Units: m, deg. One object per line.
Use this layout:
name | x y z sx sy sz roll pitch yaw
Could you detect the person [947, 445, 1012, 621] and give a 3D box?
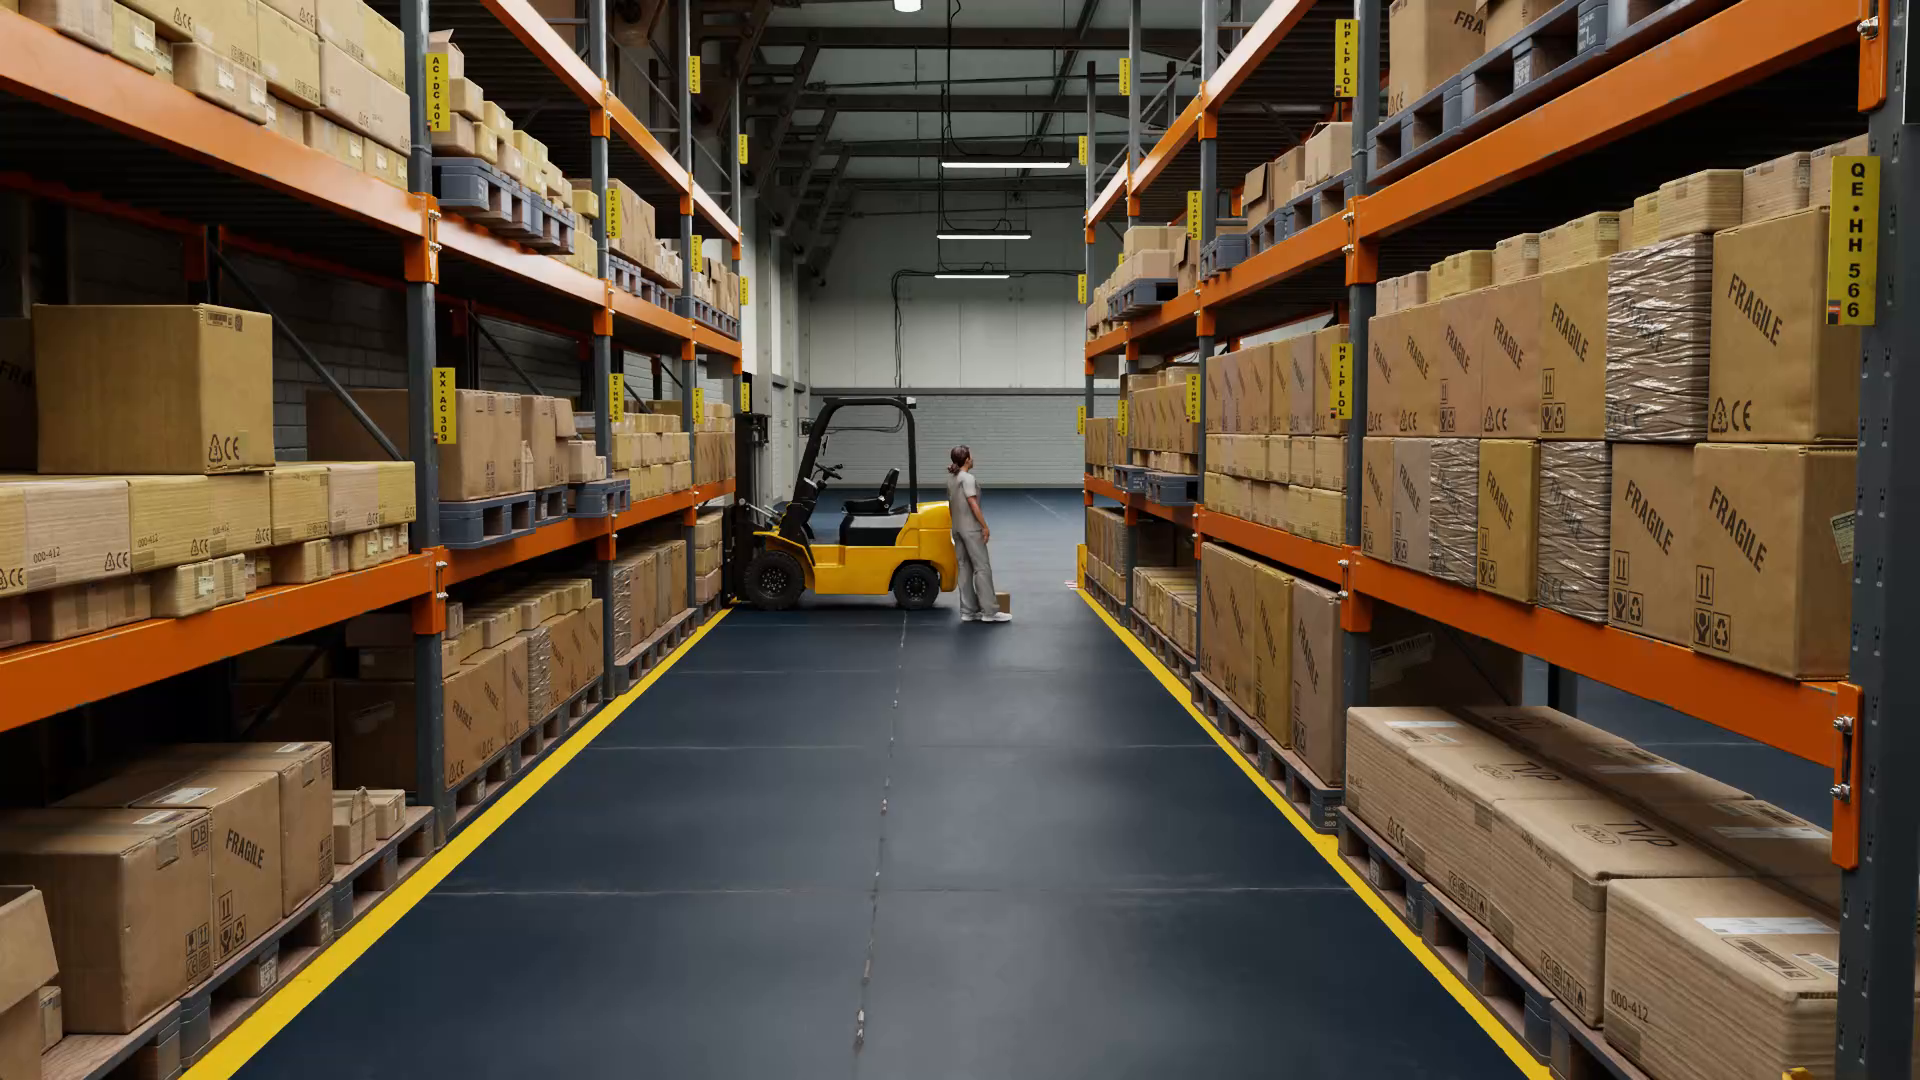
person | 0.142 -0.069 15.864 0.549 1.675 0.550 -2 4 -30
